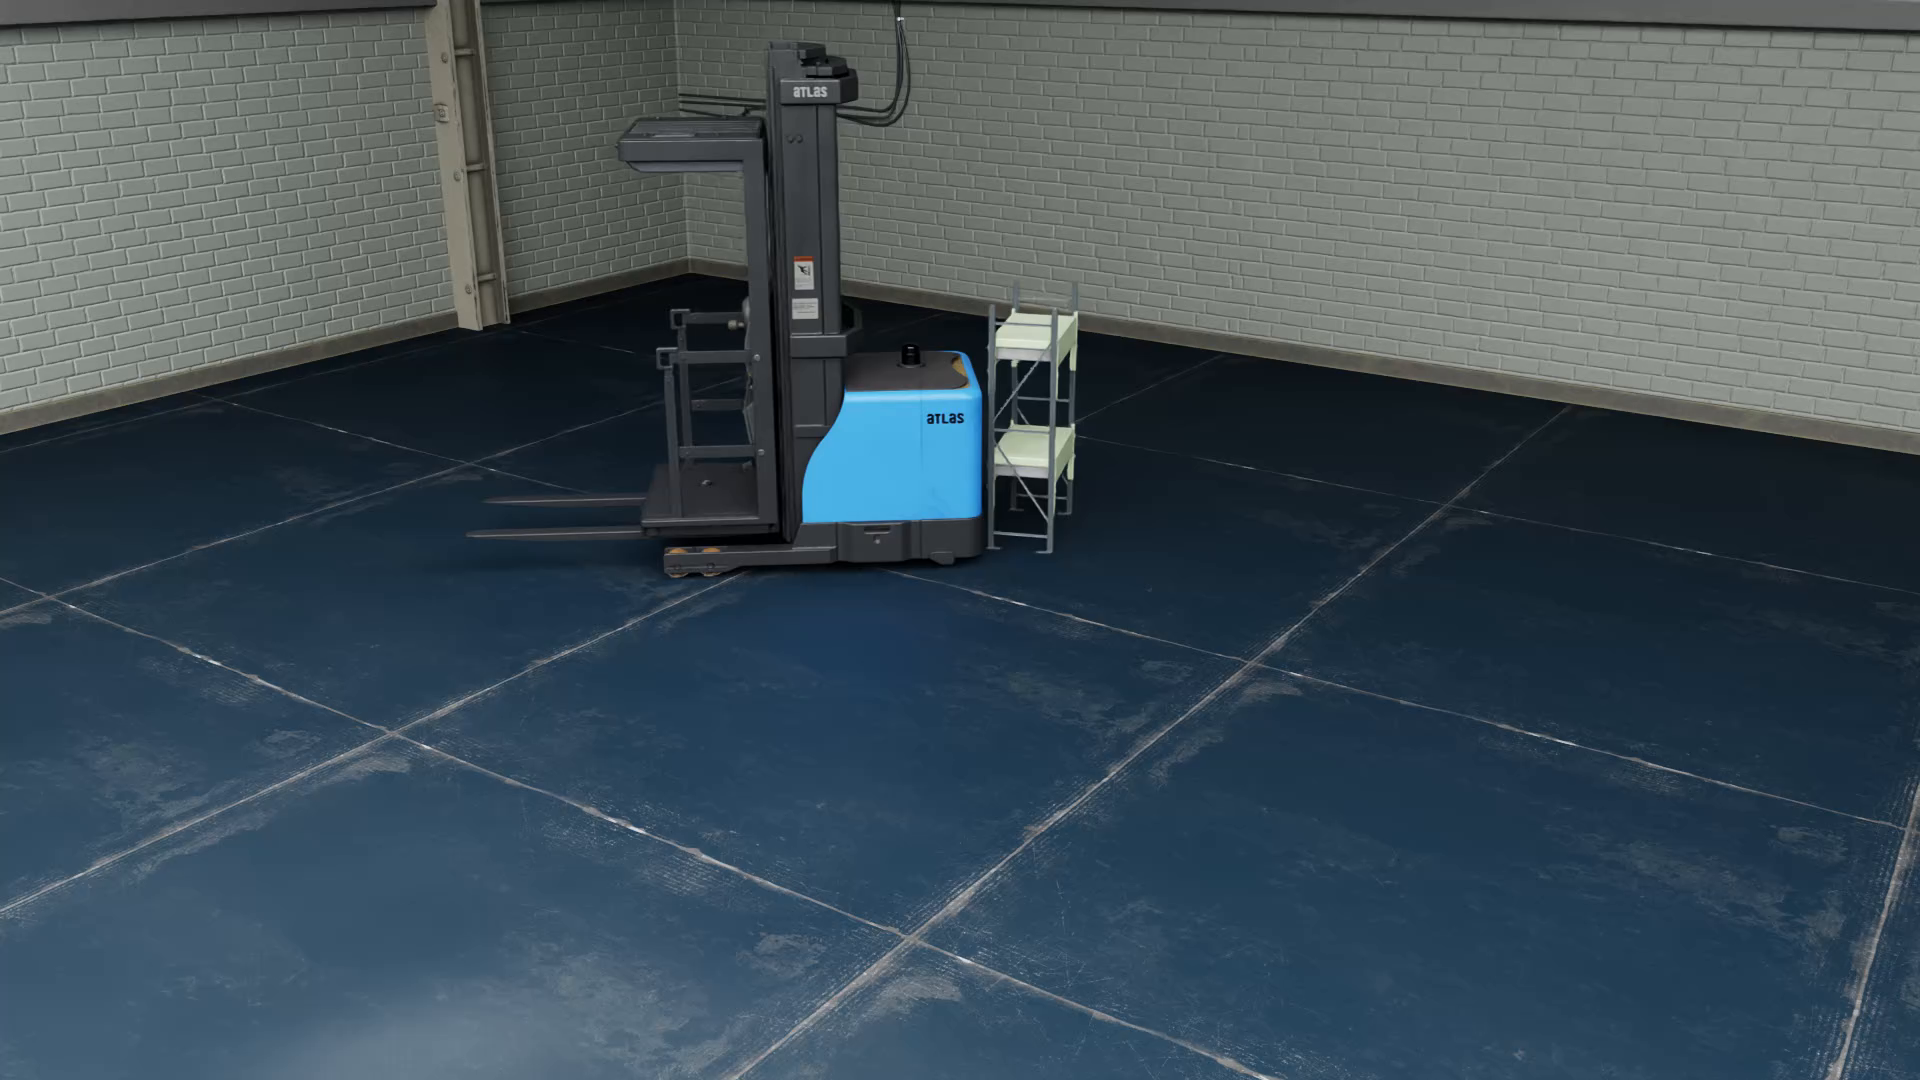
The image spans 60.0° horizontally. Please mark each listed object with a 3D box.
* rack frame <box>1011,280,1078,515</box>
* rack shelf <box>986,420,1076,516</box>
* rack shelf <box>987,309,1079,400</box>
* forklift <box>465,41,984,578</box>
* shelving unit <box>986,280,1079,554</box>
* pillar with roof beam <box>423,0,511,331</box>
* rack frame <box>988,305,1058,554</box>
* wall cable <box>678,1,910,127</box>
[{"bbox_3d":[0.526,-0.886,10.499,0.400,1.500,0.023,4,21,12],"label":"rack frame"},{"bbox_3d":[0.446,-0.457,10.277,0.431,0.370,0.720,4,21,12],"label":"rack shelf"},{"bbox_3d":[0.446,-1.128,10.029,0.431,0.370,0.720,4,21,12],"label":"rack shelf"},{"bbox_3d":[-1.403,-1.346,9.680,3.031,2.935,1.130,-2,20,-4],"label":"forklift"},{"bbox_3d":[0.446,-0.762,10.164,0.431,1.500,0.755,4,21,12],"label":"shelving unit"},{"bbox_3d":[-0.962,-5.427,11.966,9.100,9.000,0.400,13,24,32],"label":"pillar with roof beam"},{"bbox_3d":[0.365,-0.638,9.829,0.400,1.500,0.023,4,21,12],"label":"rack frame"},{"bbox_3d":[-1.772,-5.398,16.362,3.097,2.526,0.112,13,24,32],"label":"wall cable"}]
